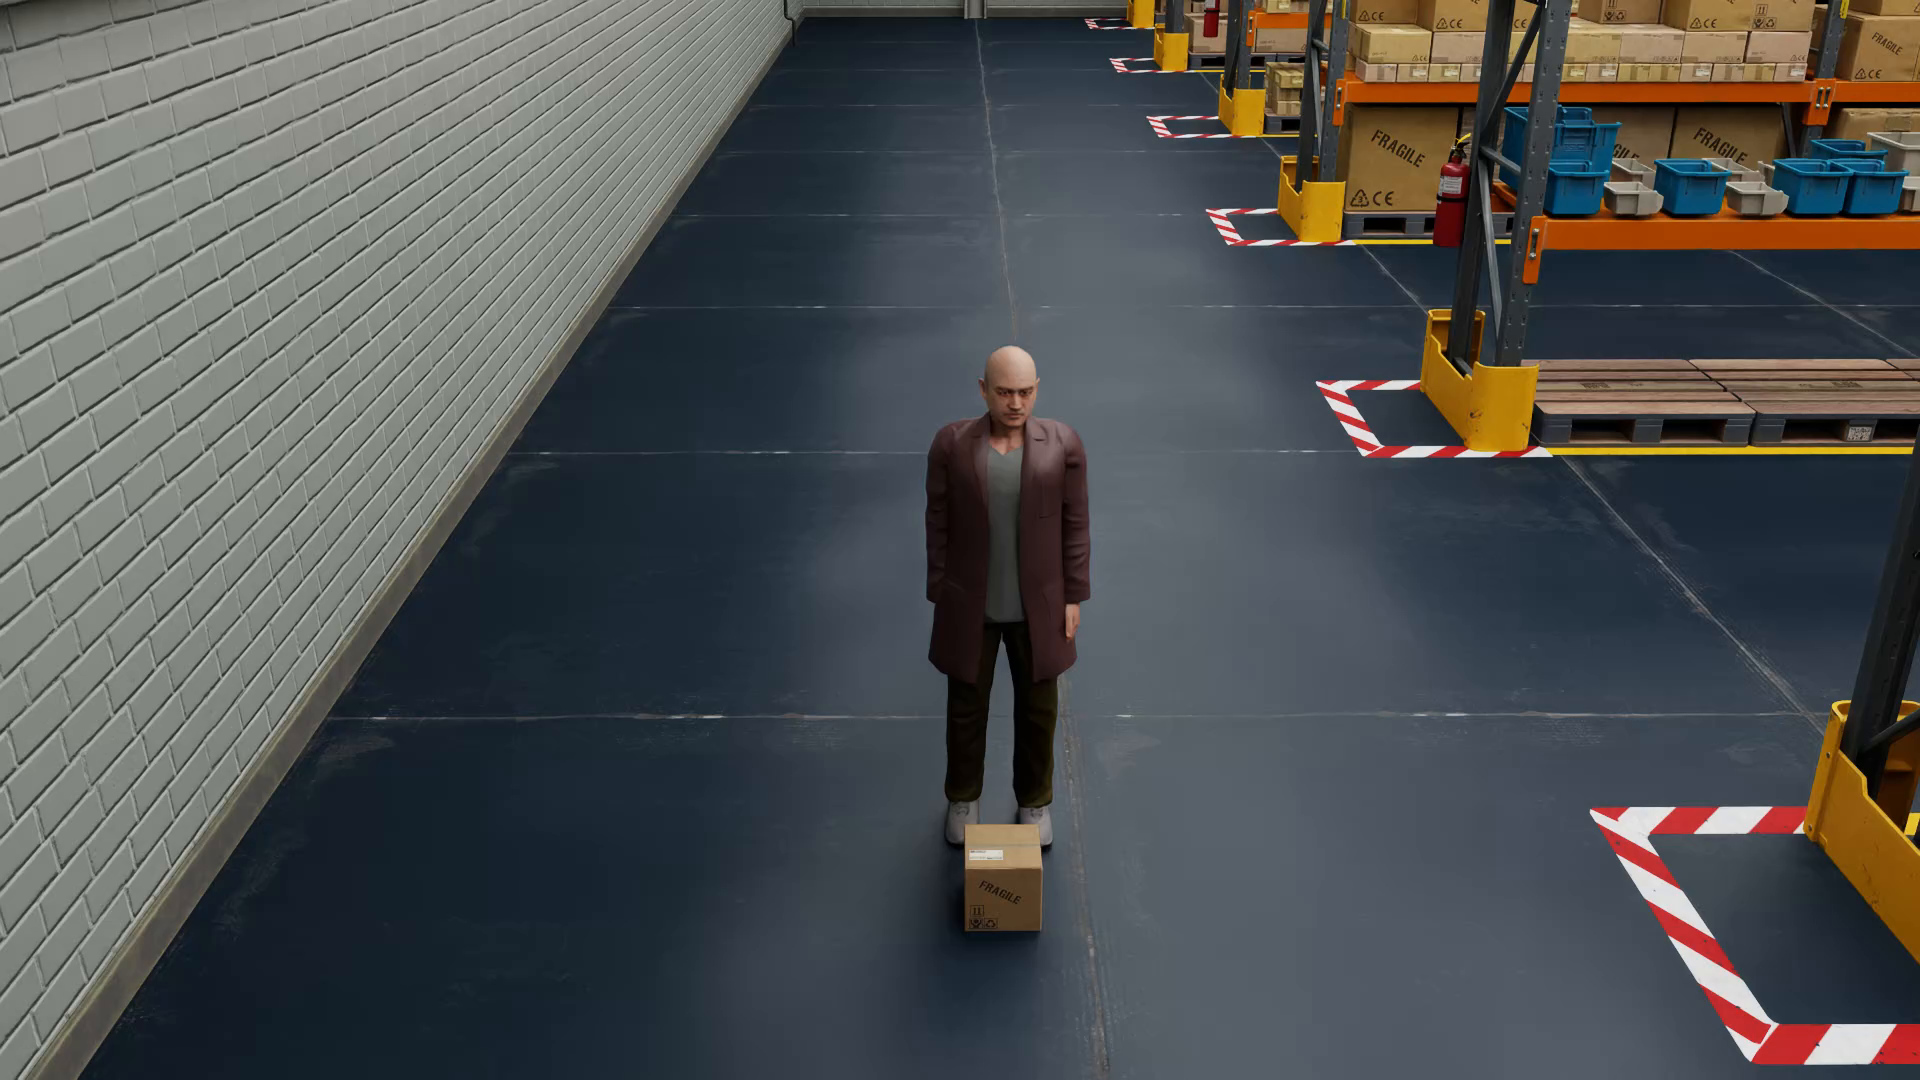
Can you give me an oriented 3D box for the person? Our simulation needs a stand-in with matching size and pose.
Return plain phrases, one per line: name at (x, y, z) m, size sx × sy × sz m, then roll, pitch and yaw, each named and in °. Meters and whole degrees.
person at (0.163, 0.212, 5.643) m, size 0.562 × 1.775 × 0.389 m, roll 0°, pitch 24°, yaw 1°
